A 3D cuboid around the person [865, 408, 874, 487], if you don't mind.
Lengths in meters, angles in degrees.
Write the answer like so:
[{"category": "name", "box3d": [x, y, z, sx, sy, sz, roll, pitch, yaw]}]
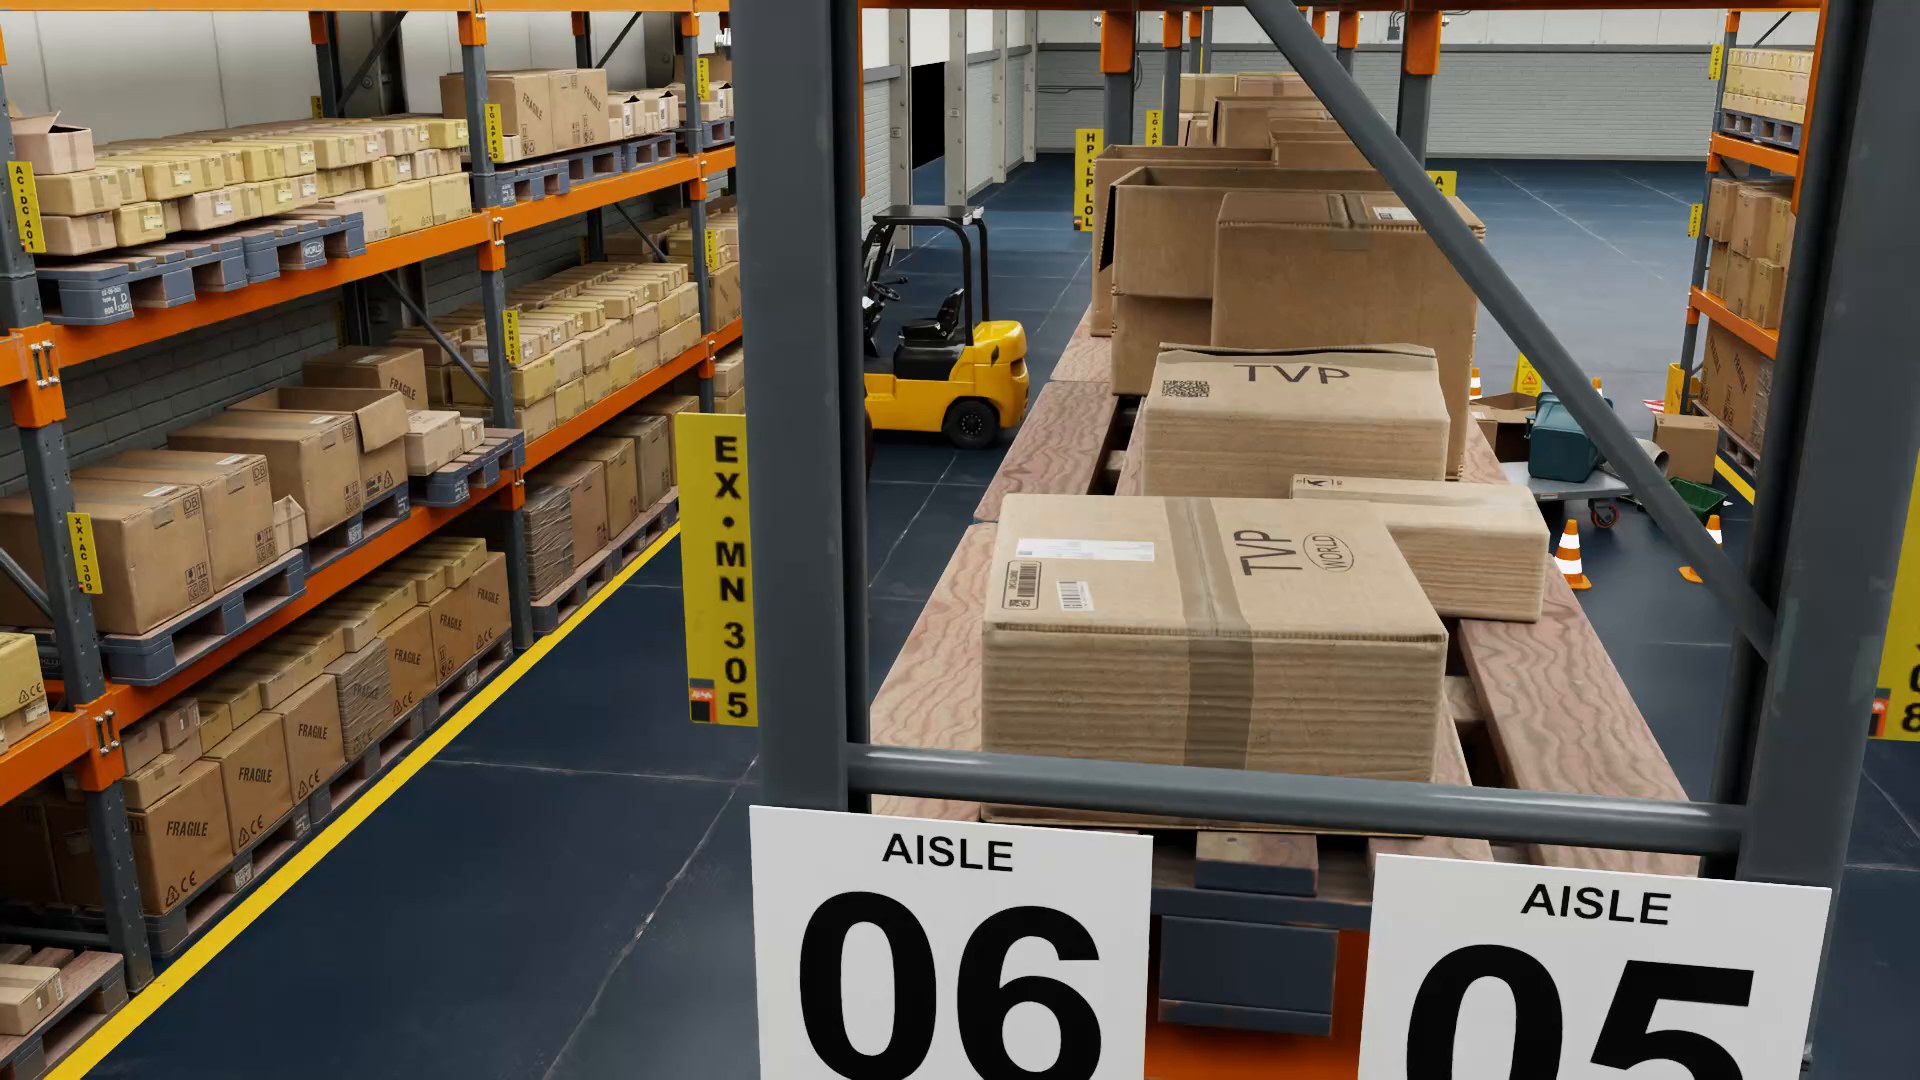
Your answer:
[{"category": "person", "box3d": [-0.879, -0.274, 11.023, 0.632, 1.861, 0.594, -1, 18, -5]}]
